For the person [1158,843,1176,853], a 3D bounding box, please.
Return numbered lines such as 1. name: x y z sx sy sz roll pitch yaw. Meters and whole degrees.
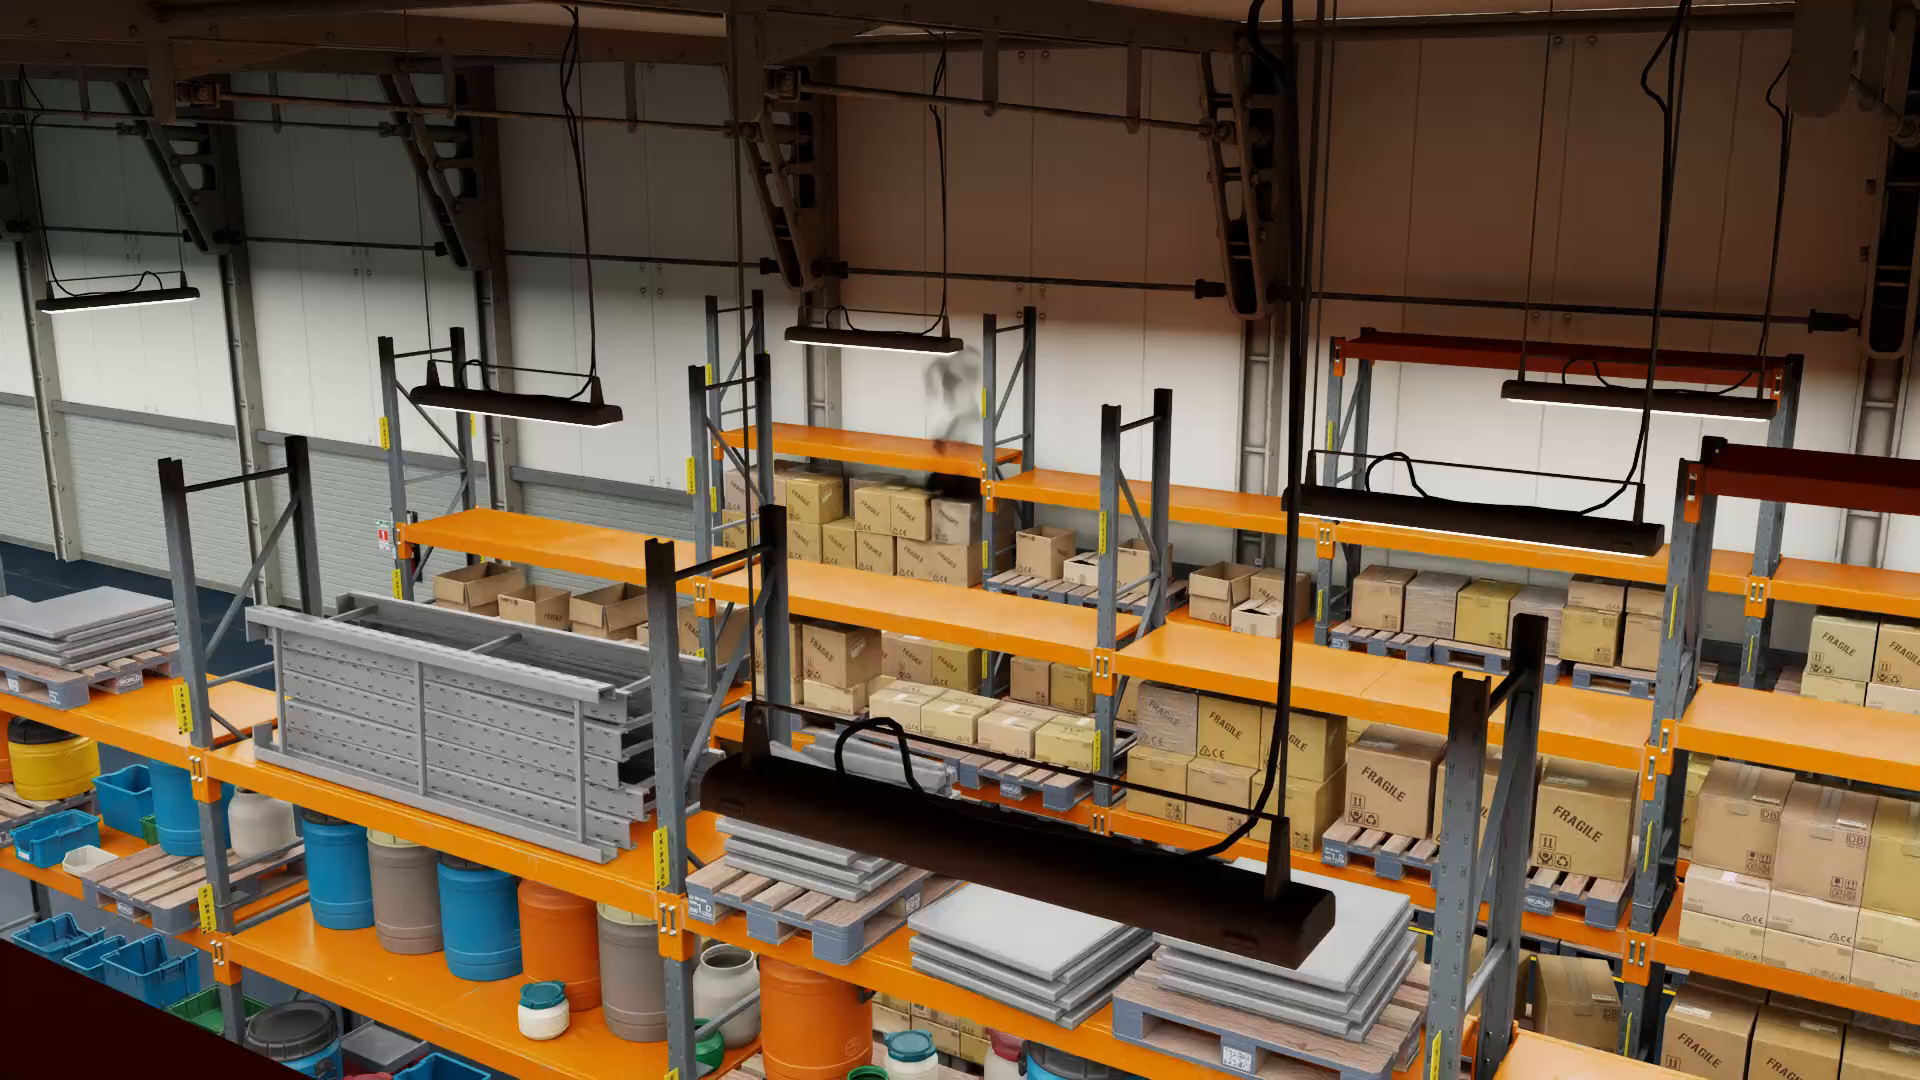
1. person: 1.981 3.484 15.787 0.936 1.685 0.627 5 15 20
